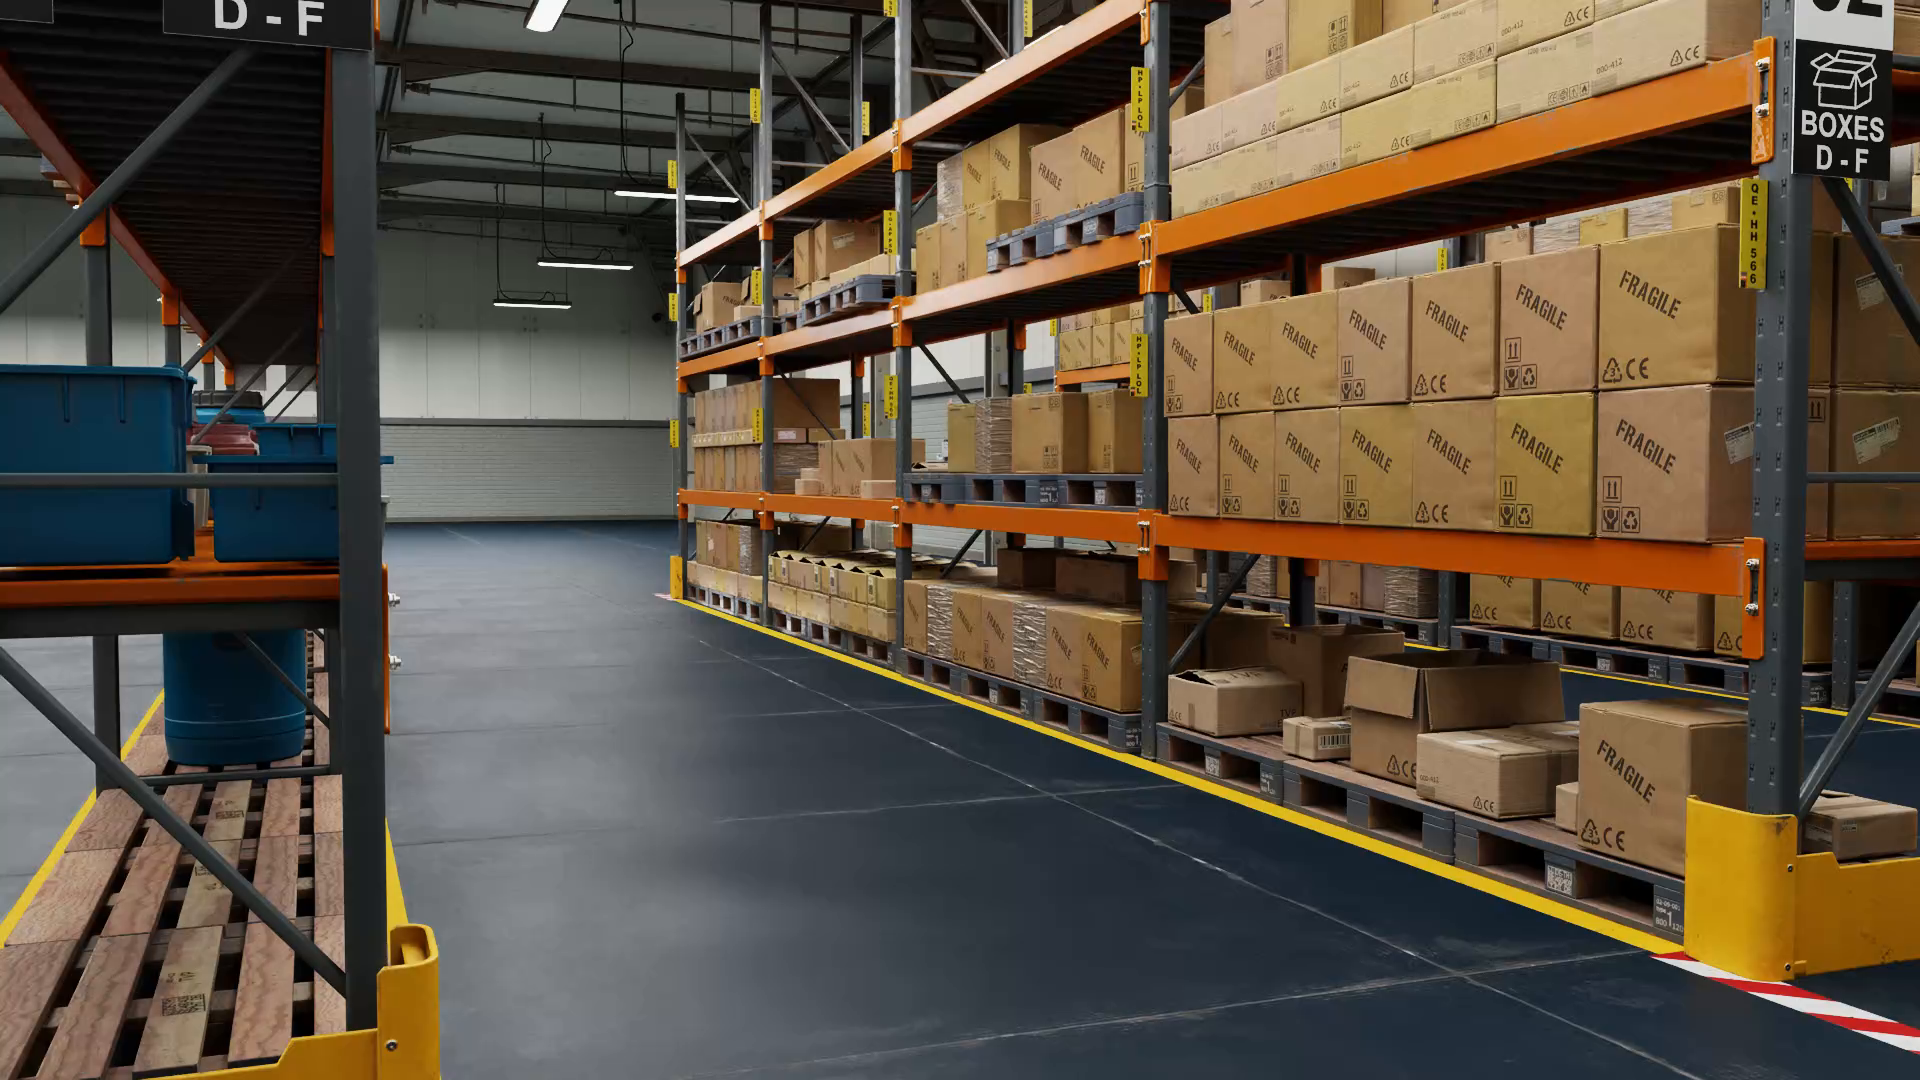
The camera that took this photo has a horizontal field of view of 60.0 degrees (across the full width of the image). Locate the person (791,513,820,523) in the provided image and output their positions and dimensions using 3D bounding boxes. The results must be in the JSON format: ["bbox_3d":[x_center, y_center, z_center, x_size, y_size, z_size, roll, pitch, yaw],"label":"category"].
[{"bbox_3d":[-2.046,-0.216,21.320,0.967,1.635,0.484,2,3,44],"label":"person"}]
